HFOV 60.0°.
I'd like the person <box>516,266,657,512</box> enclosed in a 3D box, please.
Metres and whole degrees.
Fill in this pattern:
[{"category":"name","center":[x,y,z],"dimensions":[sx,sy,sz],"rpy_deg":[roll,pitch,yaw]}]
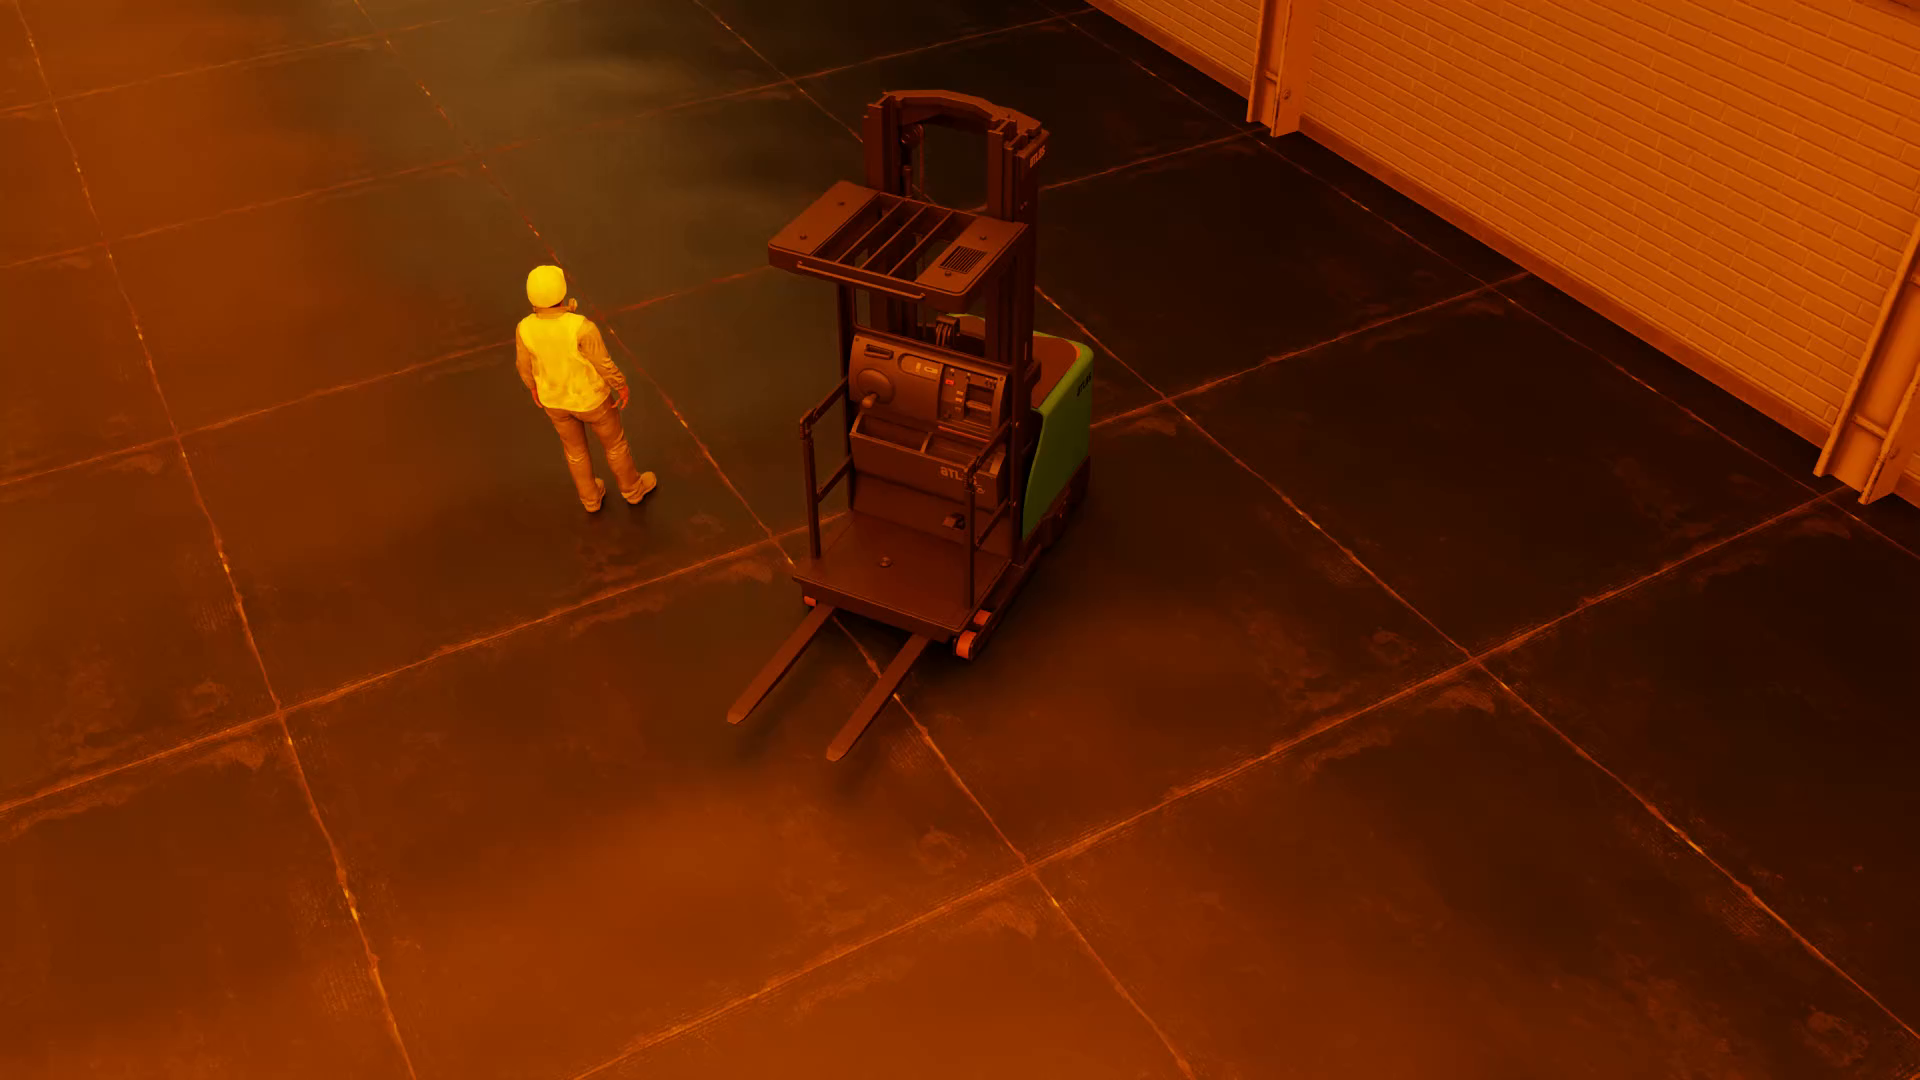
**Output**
[{"category":"person","center":[-2.297,-0.932,10.059],"dimensions":[0.630,1.768,0.565],"rpy_deg":[5,40,6]}]

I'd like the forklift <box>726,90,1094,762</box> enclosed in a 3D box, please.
[{"category":"forklift","center":[-0.276,-0.770,8.965],"dimensions":[1.130,2.935,3.031],"rpy_deg":[17,43,20]}]
